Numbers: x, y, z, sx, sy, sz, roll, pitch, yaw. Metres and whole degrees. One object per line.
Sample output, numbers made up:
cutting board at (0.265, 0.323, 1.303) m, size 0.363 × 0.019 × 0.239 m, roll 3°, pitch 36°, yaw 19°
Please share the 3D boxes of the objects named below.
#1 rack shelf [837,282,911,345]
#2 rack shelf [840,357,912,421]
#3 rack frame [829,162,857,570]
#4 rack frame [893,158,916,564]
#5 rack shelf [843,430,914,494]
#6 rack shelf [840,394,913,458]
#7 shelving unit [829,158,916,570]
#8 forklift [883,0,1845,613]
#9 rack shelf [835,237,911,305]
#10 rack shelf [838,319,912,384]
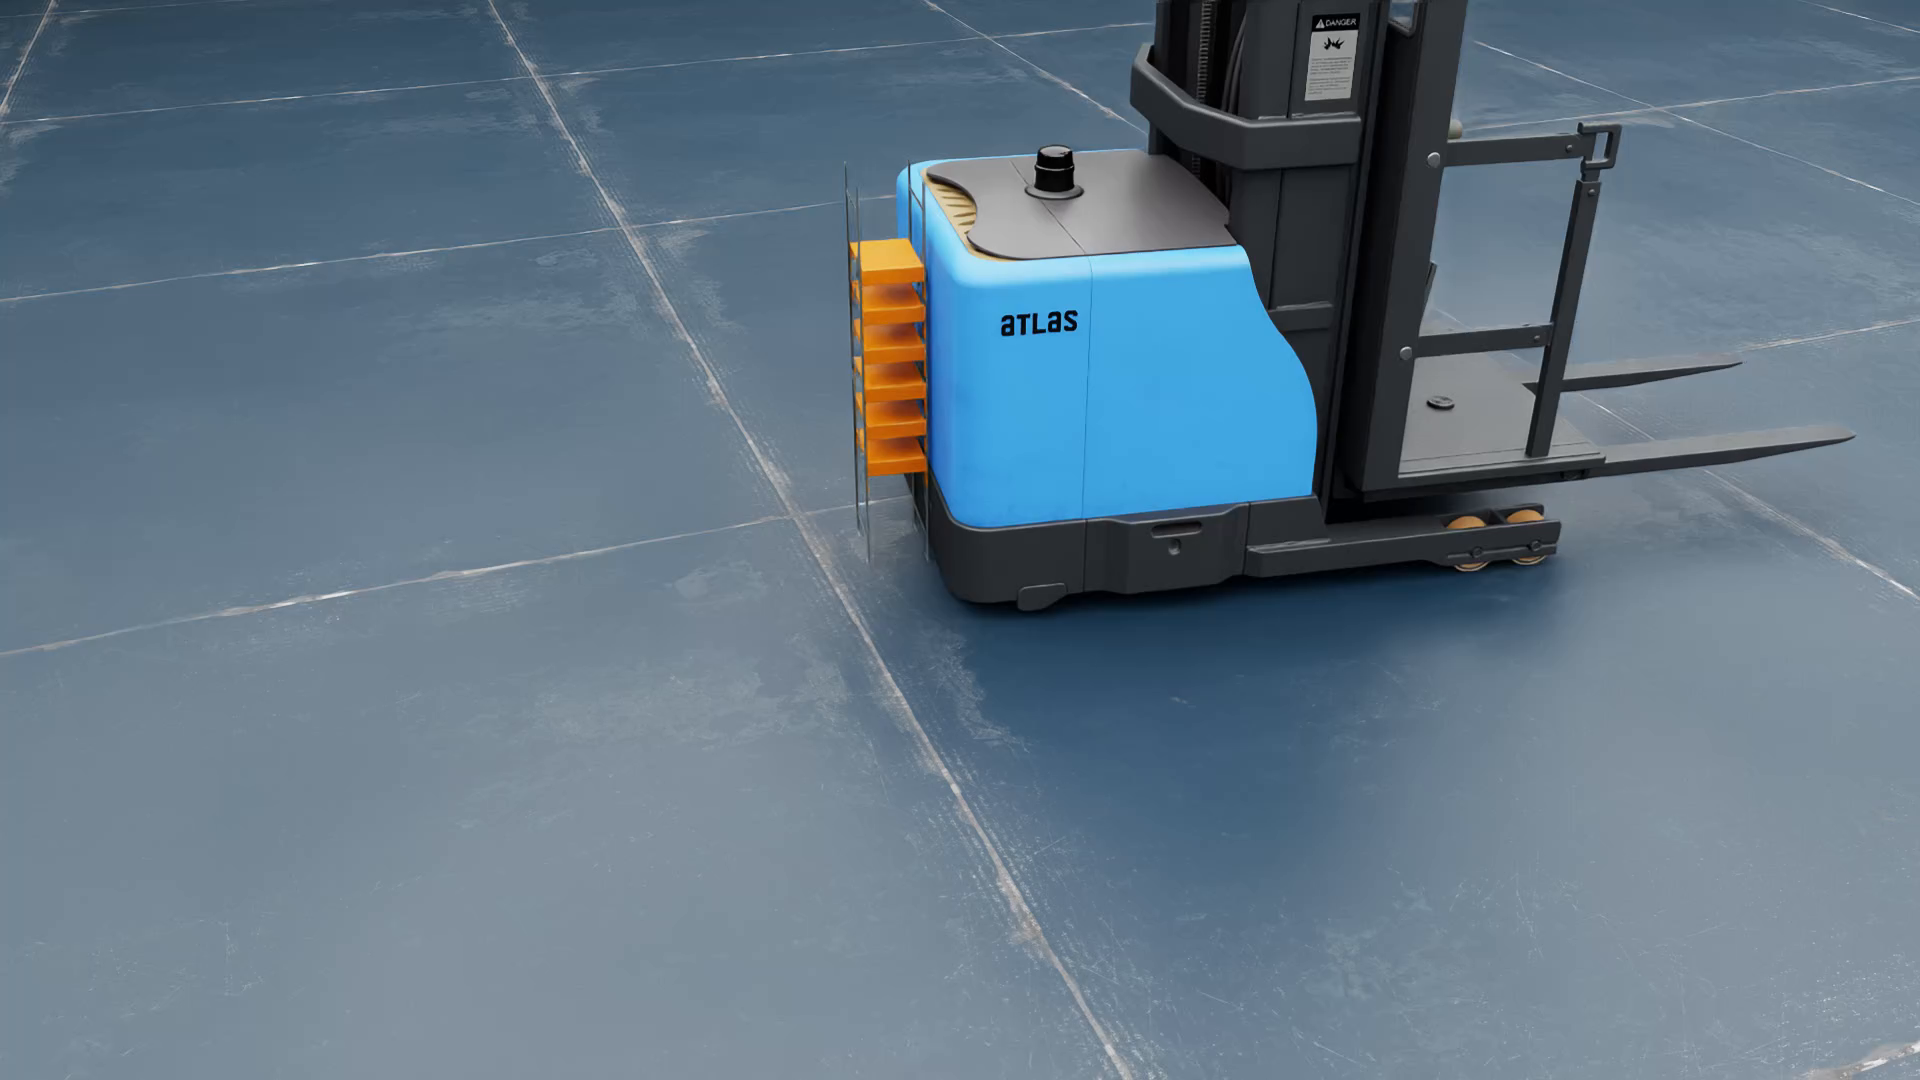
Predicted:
rack shelf at (-0.253, -0.667, 4.814) m, size 0.180 × 0.103 × 0.258 m, roll -6°, pitch 30°, yaw -10°
rack shelf at (-0.253, -0.459, 4.933) m, size 0.180 × 0.103 × 0.258 m, roll -6°, pitch 30°, yaw -10°
rack frame at (-0.342, -0.488, 4.895) m, size 0.006 × 1.200 × 0.240 m, roll -6°, pitch 30°, yaw -10°
rack frame at (-0.163, -0.507, 4.928) m, size 0.006 × 1.200 × 0.240 m, roll -6°, pitch 30°, yaw -10°
rack shelf at (-0.253, -0.250, 5.052) m, size 0.180 × 0.103 × 0.258 m, roll -6°, pitch 30°, yaw -10°
rack shelf at (-0.253, -0.355, 4.993) m, size 0.180 × 0.103 × 0.258 m, roll -6°, pitch 30°, yaw -10°
shelving unit at (-0.253, -0.498, 4.911) m, size 0.189 × 1.200 × 0.258 m, roll -6°, pitch 30°, yaw -10°
forklift at (1.322, -1.423, 4.786) m, size 3.031 × 2.935 × 1.130 m, roll -6°, pitch 30°, yaw -10°
rack shelf at (-0.253, -0.772, 4.755) m, size 0.180 × 0.103 × 0.258 m, roll -6°, pitch 30°, yaw -10°
rack shelf at (-0.253, -0.563, 4.874) m, size 0.180 × 0.103 × 0.258 m, roll -6°, pitch 30°, yaw -10°
